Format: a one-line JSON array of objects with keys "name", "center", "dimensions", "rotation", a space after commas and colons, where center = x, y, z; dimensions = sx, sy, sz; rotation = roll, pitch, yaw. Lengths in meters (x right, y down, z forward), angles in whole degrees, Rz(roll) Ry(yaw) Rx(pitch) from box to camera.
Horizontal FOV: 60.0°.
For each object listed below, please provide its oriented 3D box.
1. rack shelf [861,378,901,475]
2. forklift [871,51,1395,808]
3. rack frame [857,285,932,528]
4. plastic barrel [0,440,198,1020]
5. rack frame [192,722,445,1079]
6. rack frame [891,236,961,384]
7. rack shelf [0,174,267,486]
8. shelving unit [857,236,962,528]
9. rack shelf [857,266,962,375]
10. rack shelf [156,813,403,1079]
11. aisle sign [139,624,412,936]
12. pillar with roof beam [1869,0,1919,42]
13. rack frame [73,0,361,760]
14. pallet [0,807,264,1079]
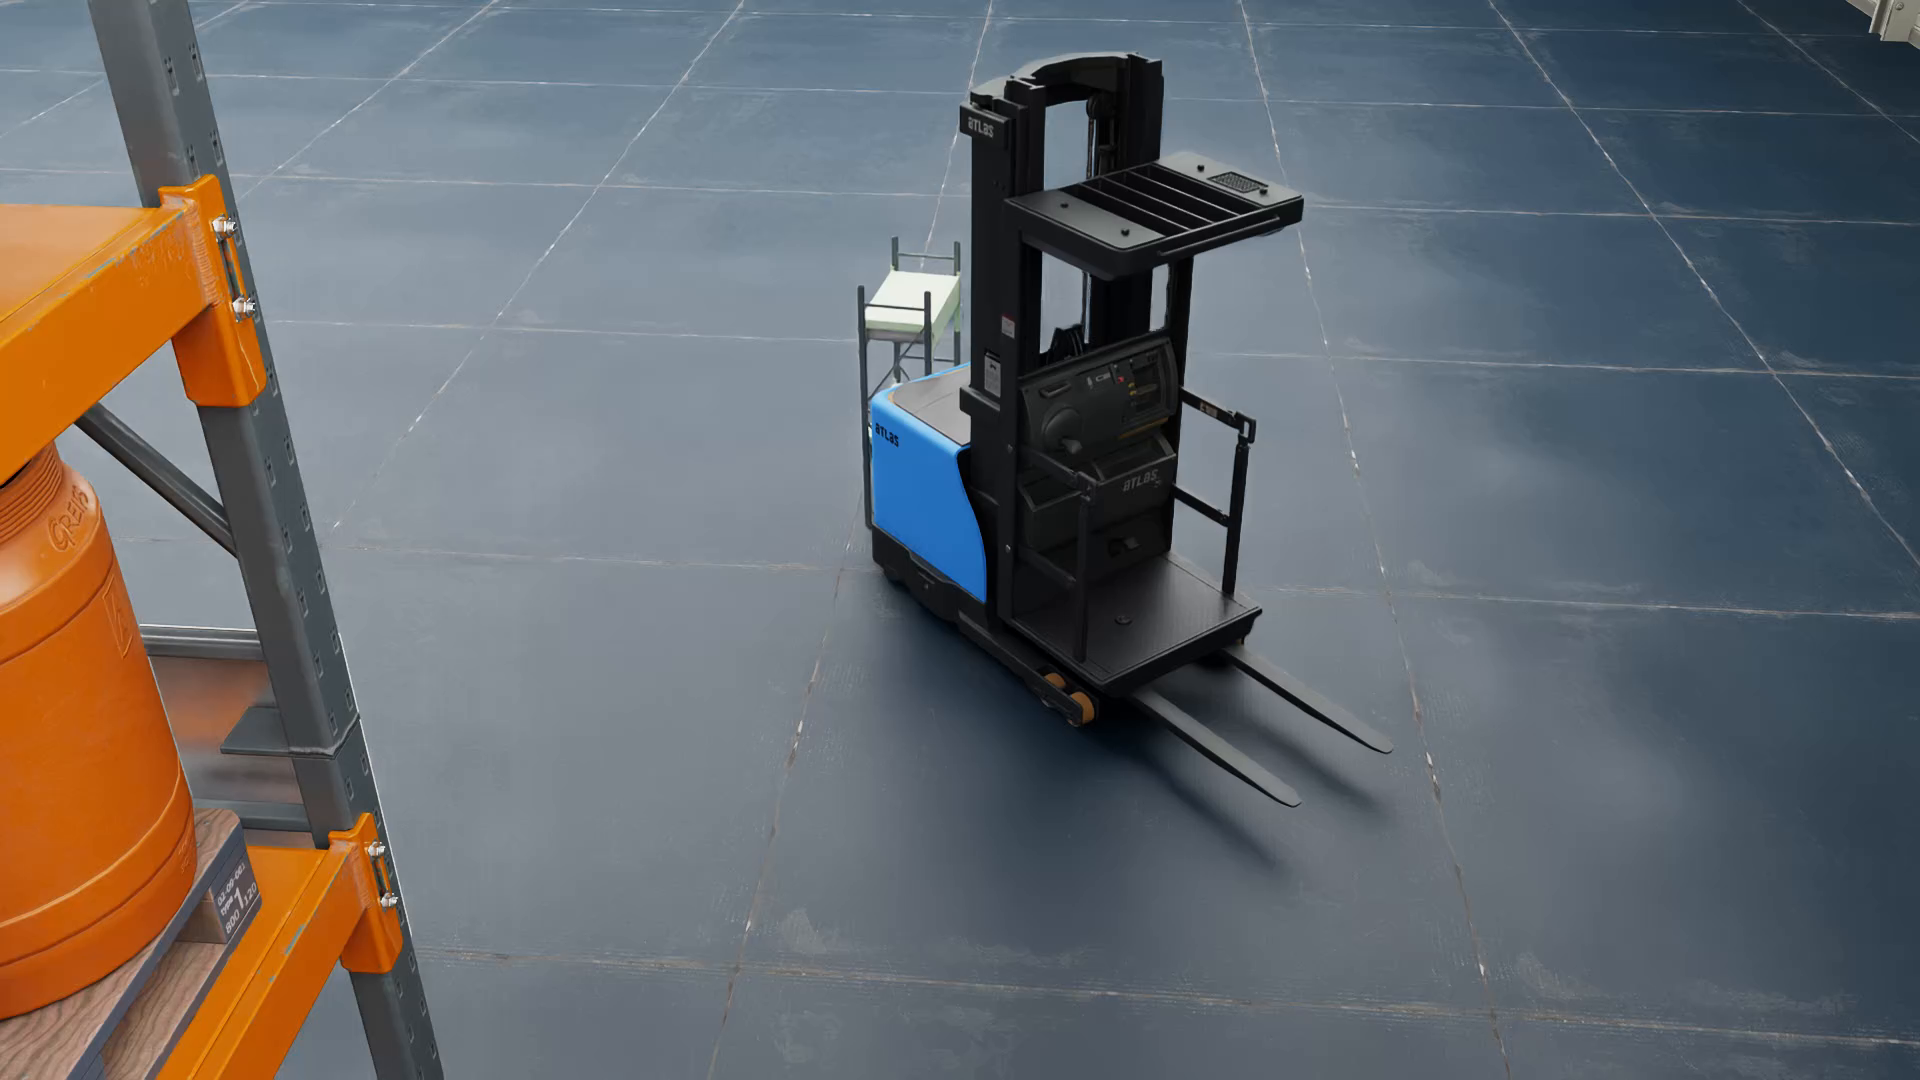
[{"name": "rack shelf", "center": [-0.272, -0.605, 9.703], "dimensions": [0.431, 0.370, 0.720], "rotation": [7, 32, 10]}, {"name": "forklift", "center": [0.802, -0.637, 7.769], "dimensions": [1.130, 2.935, 3.031], "rotation": [-22, 38, -31]}, {"name": "rack frame", "center": [-0.351, -0.694, 9.228], "dimensions": [0.400, 1.500, 0.023], "rotation": [7, 32, 10]}, {"name": "plastic barrel", "center": [-1.587, 0.258, 2.583], "dimensions": [0.600, 0.830, 0.708], "rotation": [2, 32, 4]}, {"name": "rack frame", "center": [-1.674, 1.637, 4.014], "dimensions": [1.000, 3.000, 0.127], "rotation": [2, 32, 4]}, {"name": "rack frame", "center": [-0.194, -1.070, 9.836], "dimensions": [0.400, 1.500, 0.023], "rotation": [7, 32, 10]}, {"name": "rack shelf", "center": [-1.837, 0.606, 1.037], "dimensions": [1.077, 0.370, 4.000], "rotation": [2, 32, 4]}, {"name": "shelving unit", "center": [-0.272, -0.882, 9.532], "dimensions": [0.431, 1.500, 0.755], "rotation": [7, 32, 10]}, {"name": "rack shelf", "center": [-0.272, -1.214, 9.327], "dimensions": [0.431, 0.370, 0.720], "rotation": [7, 32, 10]}, {"name": "rack shelf", "center": [-1.837, 1.713, 1.719], "dimensions": [1.077, 0.370, 4.000], "rotation": [2, 32, 4]}, {"name": "aisle sign", "center": [-1.372, 0.506, 3.373], "dimensions": [0.394, 0.787, 0.004], "rotation": [2, 32, 4]}, {"name": "pillar with roof beam", "center": [6.180, -9.686, 16.671], "dimensions": [9.100, 9.000, 0.400], "rotation": [2, 32, 4]}, {"name": "rack frame", "center": [-1.674, -0.917, 2.440], "dimensions": [1.000, 3.000, 0.127], "rotation": [2, 32, 4]}, {"name": "pallet", "center": [-1.839, 0.869, 2.582], "dimensions": [1.003, 0.211, 1.213], "rotation": [2, 32, 4]}]
